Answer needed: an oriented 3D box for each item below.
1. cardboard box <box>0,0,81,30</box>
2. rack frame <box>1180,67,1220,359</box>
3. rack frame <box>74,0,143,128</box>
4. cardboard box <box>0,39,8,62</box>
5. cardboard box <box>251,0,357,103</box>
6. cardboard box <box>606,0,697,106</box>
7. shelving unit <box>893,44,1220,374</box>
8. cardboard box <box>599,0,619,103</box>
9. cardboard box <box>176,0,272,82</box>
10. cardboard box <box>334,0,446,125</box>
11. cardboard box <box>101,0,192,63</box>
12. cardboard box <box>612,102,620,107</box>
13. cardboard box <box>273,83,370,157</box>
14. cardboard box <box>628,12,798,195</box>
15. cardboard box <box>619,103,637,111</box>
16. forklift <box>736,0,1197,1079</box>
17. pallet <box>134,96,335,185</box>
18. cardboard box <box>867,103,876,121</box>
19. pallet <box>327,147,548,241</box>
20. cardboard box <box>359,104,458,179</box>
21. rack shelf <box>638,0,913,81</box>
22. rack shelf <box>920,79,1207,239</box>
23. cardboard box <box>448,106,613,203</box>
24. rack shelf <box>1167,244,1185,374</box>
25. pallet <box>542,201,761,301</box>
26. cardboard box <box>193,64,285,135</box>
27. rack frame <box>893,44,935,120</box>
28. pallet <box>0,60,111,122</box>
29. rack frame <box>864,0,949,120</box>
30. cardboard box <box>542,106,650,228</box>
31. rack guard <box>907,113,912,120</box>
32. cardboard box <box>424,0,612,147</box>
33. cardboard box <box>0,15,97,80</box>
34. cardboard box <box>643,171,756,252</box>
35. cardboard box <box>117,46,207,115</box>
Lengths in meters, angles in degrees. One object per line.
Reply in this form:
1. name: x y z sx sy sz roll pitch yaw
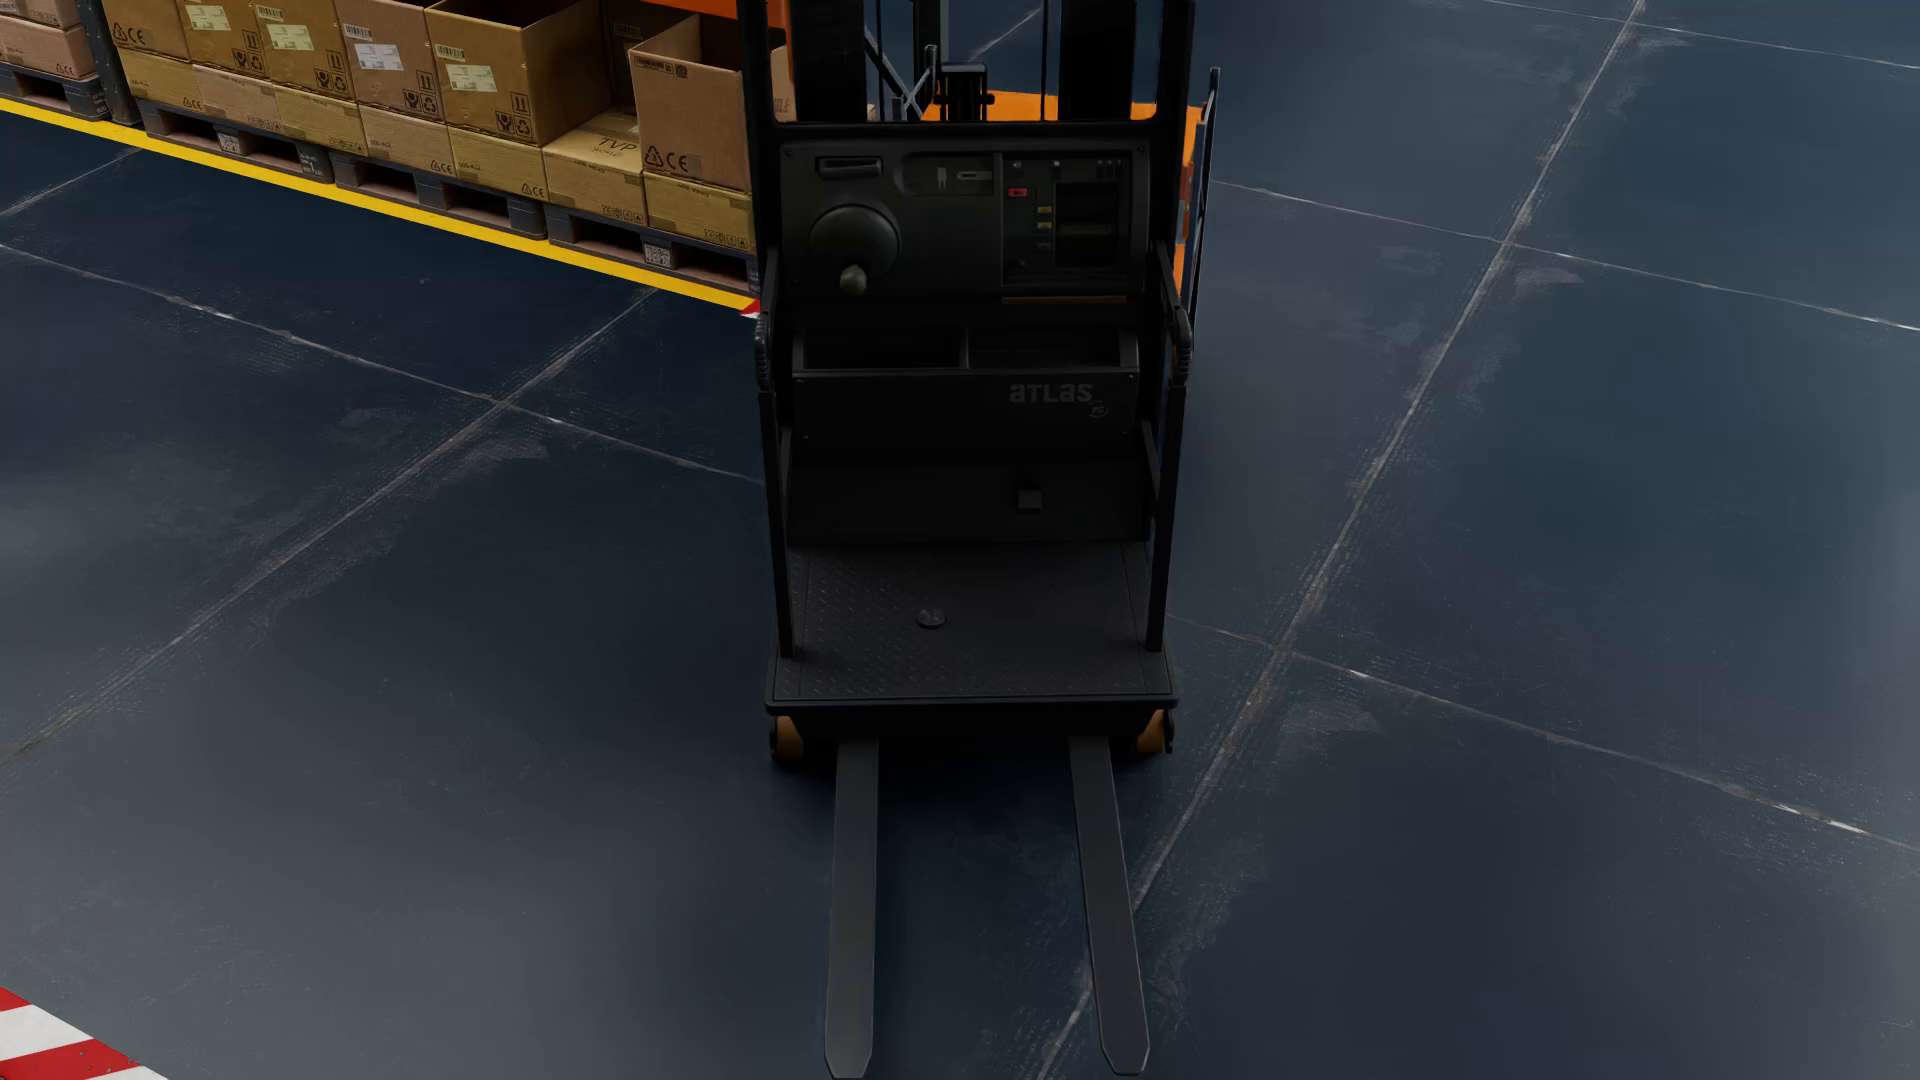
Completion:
1. cardboard box: -4.370 -2.749 8.081 0.500 0.311 0.500 17 41 21
2. rack frame: 0.835 -1.048 5.927 0.032 1.125 0.500 8 38 10
3. rack frame: -3.879 -3.495 7.601 0.127 3.000 1.000 17 41 21
4. cardboard box: -4.829 -2.669 8.438 0.500 0.250 0.500 17 40 21
5. cardboard box: -2.723 -2.291 7.321 0.500 0.500 0.500 17 41 21
6. cardboard box: -1.146 -2.160 7.149 0.500 0.500 0.500 17 41 21
7. shelving unit: 0.338 -1.114 6.014 1.048 1.125 0.538 8 38 10
8. cardboard box: -1.596 -2.293 7.323 0.500 0.500 0.500 17 41 21
9. cardboard box: -3.164 -2.434 7.509 0.500 0.500 0.500 17 41 21
10. cardboard box: -2.278 -2.153 7.139 0.500 0.500 0.500 17 41 21
11. cardboard box: -3.611 -2.569 7.687 0.500 0.500 0.500 17 41 21
12. cardboard box: -1.590 -2.000 7.558 0.500 0.250 0.500 17 41 21
13. cardboard box: -2.723 -1.992 7.547 0.500 0.250 0.500 17 41 21
14. cardboard box: -0.940 -1.743 6.599 0.500 0.500 0.500 17 41 21
15. cardboard box: -1.147 -1.861 7.374 0.500 0.250 0.500 17 41 21
16. forklift: 0.022 -0.748 4.037 1.130 2.935 3.031 -1 37 -1
17. pallet: -3.192 -2.141 8.123 1.213 0.211 1.003 17 41 21
18. cardboard box: -0.701 -1.724 7.194 0.500 0.250 0.500 17 41 21
19. pallet: -2.105 -1.803 7.677 1.213 0.211 1.003 17 41 21
20. cardboard box: -2.277 -1.856 7.368 0.500 0.250 0.500 17 41 21
21. rack shelf: -2.103 -2.653 7.086 4.000 0.370 1.077 17 41 21
22. rack shelf: 0.339 -1.347 5.837 1.000 0.278 0.538 8 38 10
23. cardboard box: -1.833 -1.716 7.184 0.500 0.250 0.500 17 41 21
24. rack shelf: 0.338 -0.919 6.162 1.000 0.278 0.538 8 38 10
25. pallet: -1.025 -1.463 7.229 1.213 0.211 1.003 17 41 21
26. cardboard box: -3.165 -2.134 7.734 0.500 0.250 0.500 17 41 21
27. rack frame: -0.158 -1.180 6.101 0.032 1.125 0.500 8 38 10
28. pallet: -4.551 -2.569 8.686 1.213 0.211 1.003 17 41 21
29. rack frame: -0.327 -2.383 6.135 0.127 3.000 1.000 17 41 21
30. cardboard box: -1.389 -1.578 7.002 0.500 0.250 0.500 17 41 21
31. rack guard: -0.306 -1.381 6.882 0.348 0.500 1.175 17 41 21
32. cardboard box: -1.835 -2.013 6.955 0.500 0.500 0.500 17 41 21
33. cardboard box: -4.380 -2.527 8.252 0.500 0.250 0.500 17 40 21
34. cardboard box: -0.939 -1.446 6.827 0.500 0.250 0.500 17 41 21
35. cardboard box: -3.607 -2.276 7.921 0.500 0.250 0.500 17 41 21
